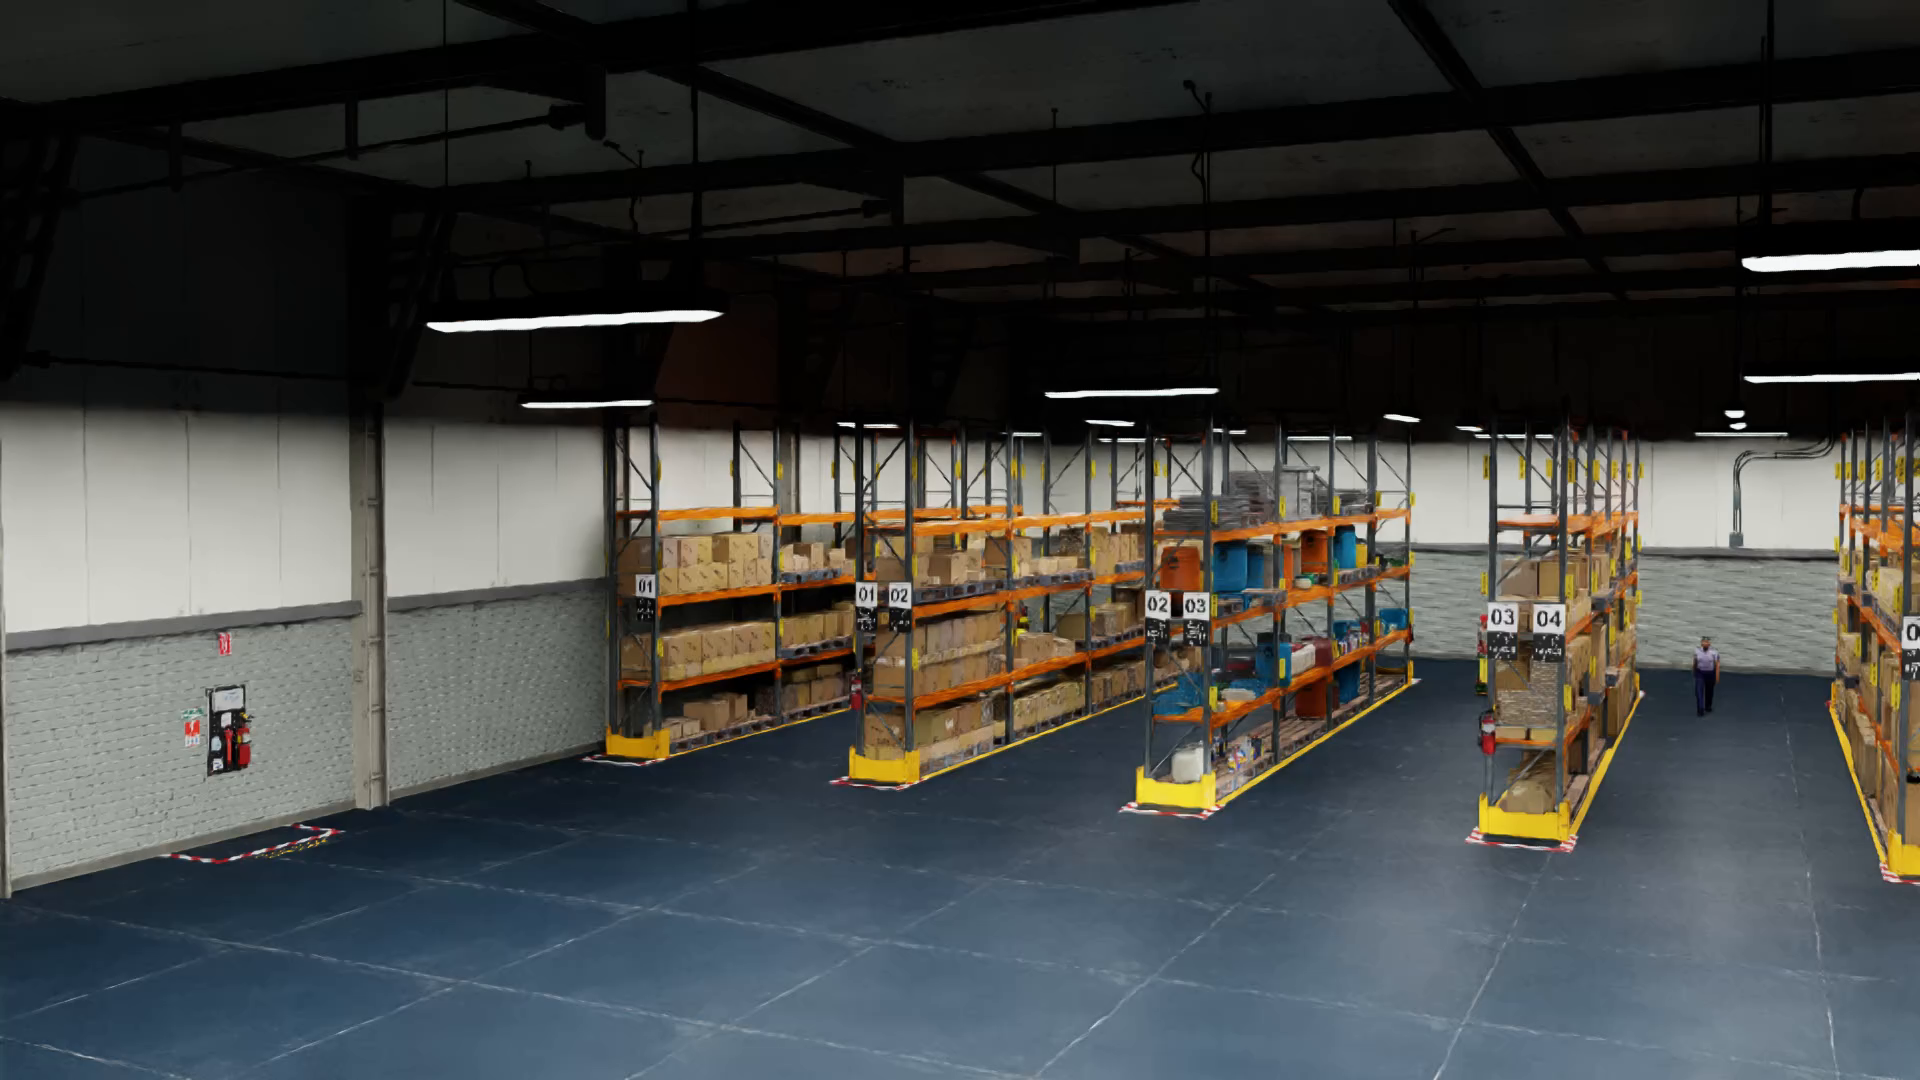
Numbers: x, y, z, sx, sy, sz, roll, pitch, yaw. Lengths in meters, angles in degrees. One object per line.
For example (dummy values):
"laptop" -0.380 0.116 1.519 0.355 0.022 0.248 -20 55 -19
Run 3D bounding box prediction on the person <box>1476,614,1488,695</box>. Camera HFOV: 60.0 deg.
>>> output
"person" 11.666 2.534 36.940 0.392 1.791 0.654 1 2 16

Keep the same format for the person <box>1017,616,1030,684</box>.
"person" 1.455 2.561 36.632 0.452 1.768 0.632 0 2 -6

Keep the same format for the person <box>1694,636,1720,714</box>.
"person" 15.347 2.765 34.175 0.493 1.589 1.000 1 3 24
